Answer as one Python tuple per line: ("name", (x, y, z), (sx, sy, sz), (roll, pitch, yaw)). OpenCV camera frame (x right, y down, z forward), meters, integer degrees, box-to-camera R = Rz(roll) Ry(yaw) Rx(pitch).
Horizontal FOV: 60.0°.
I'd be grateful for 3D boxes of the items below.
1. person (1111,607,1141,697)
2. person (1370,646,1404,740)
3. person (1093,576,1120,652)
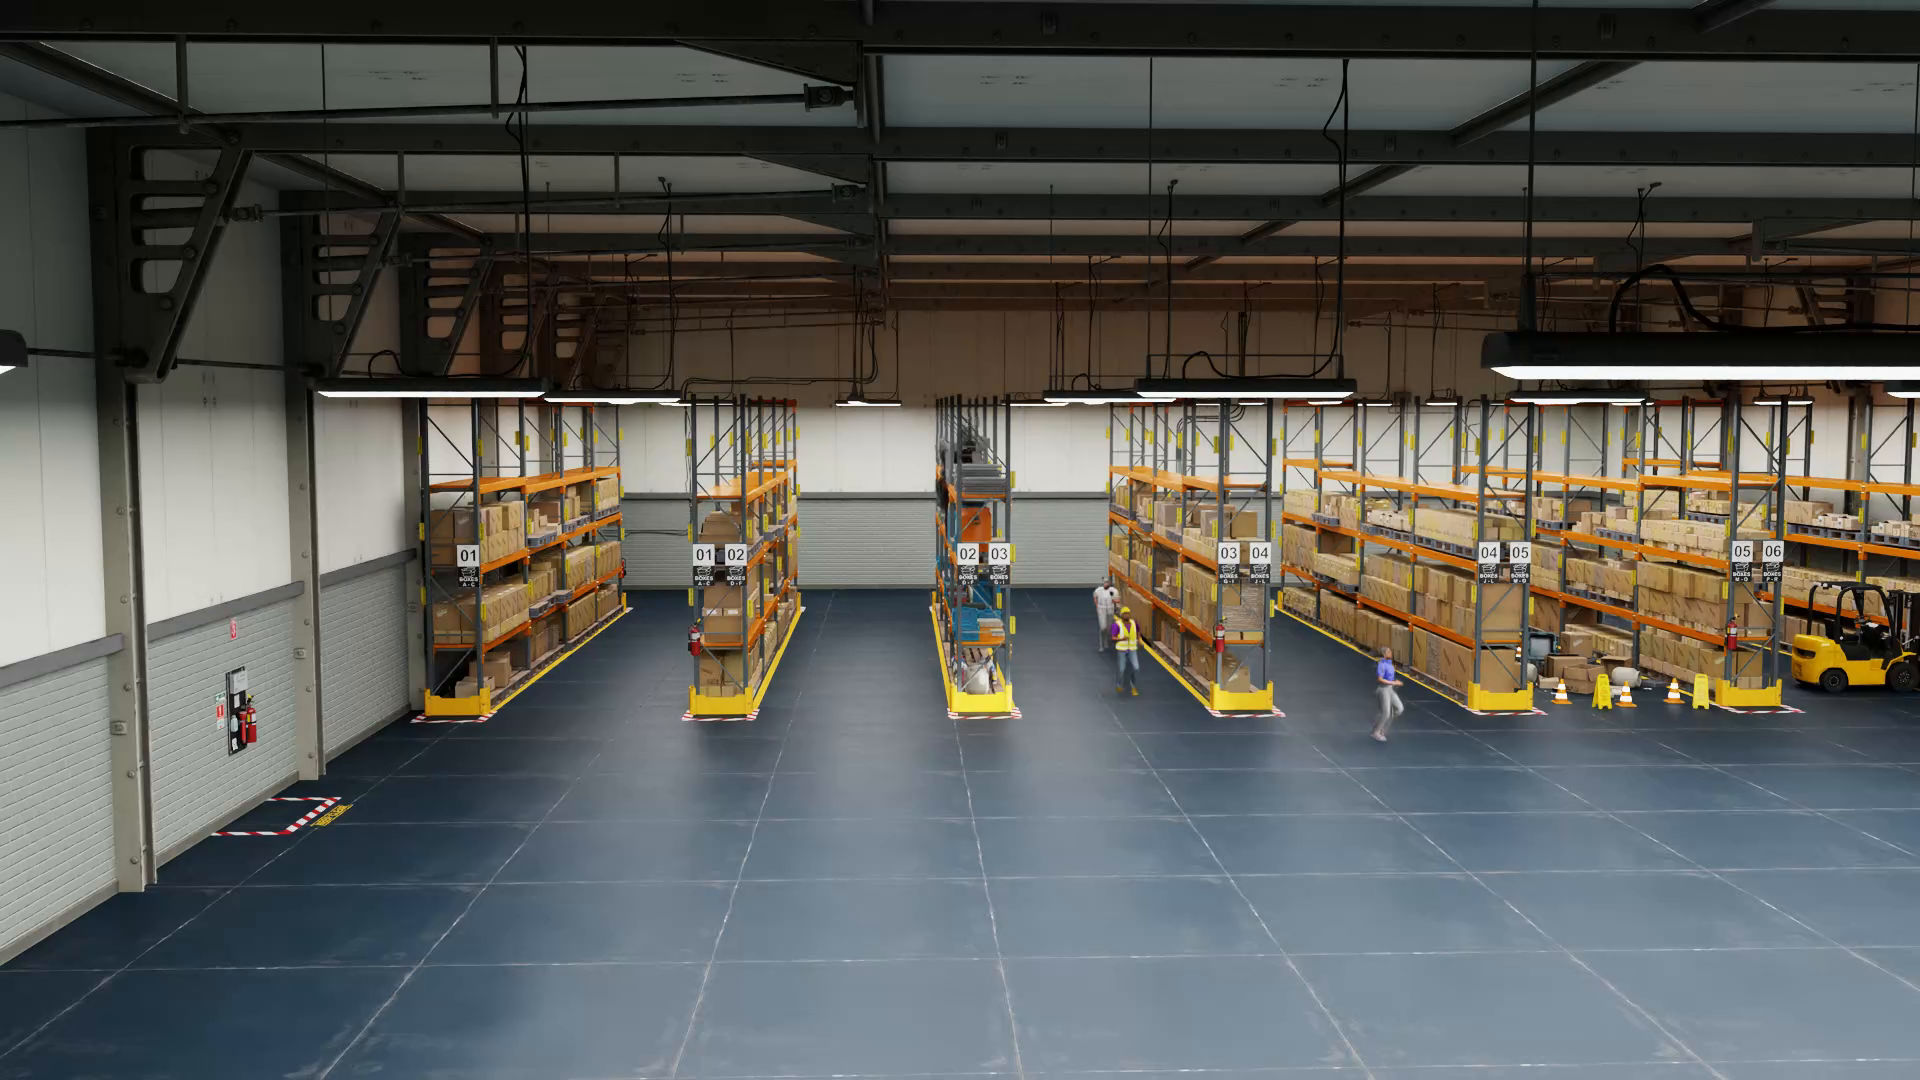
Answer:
("person", (3.335, 2.237, 33.207), (0.684, 1.816, 0.731), (-1, 5, -10))
("person", (7.384, 2.641, 28.736), (0.577, 1.626, 0.630), (3, 5, 31))
("person", (3.487, 1.762, 39.410), (0.624, 1.859, 0.764), (0, 4, -2))
